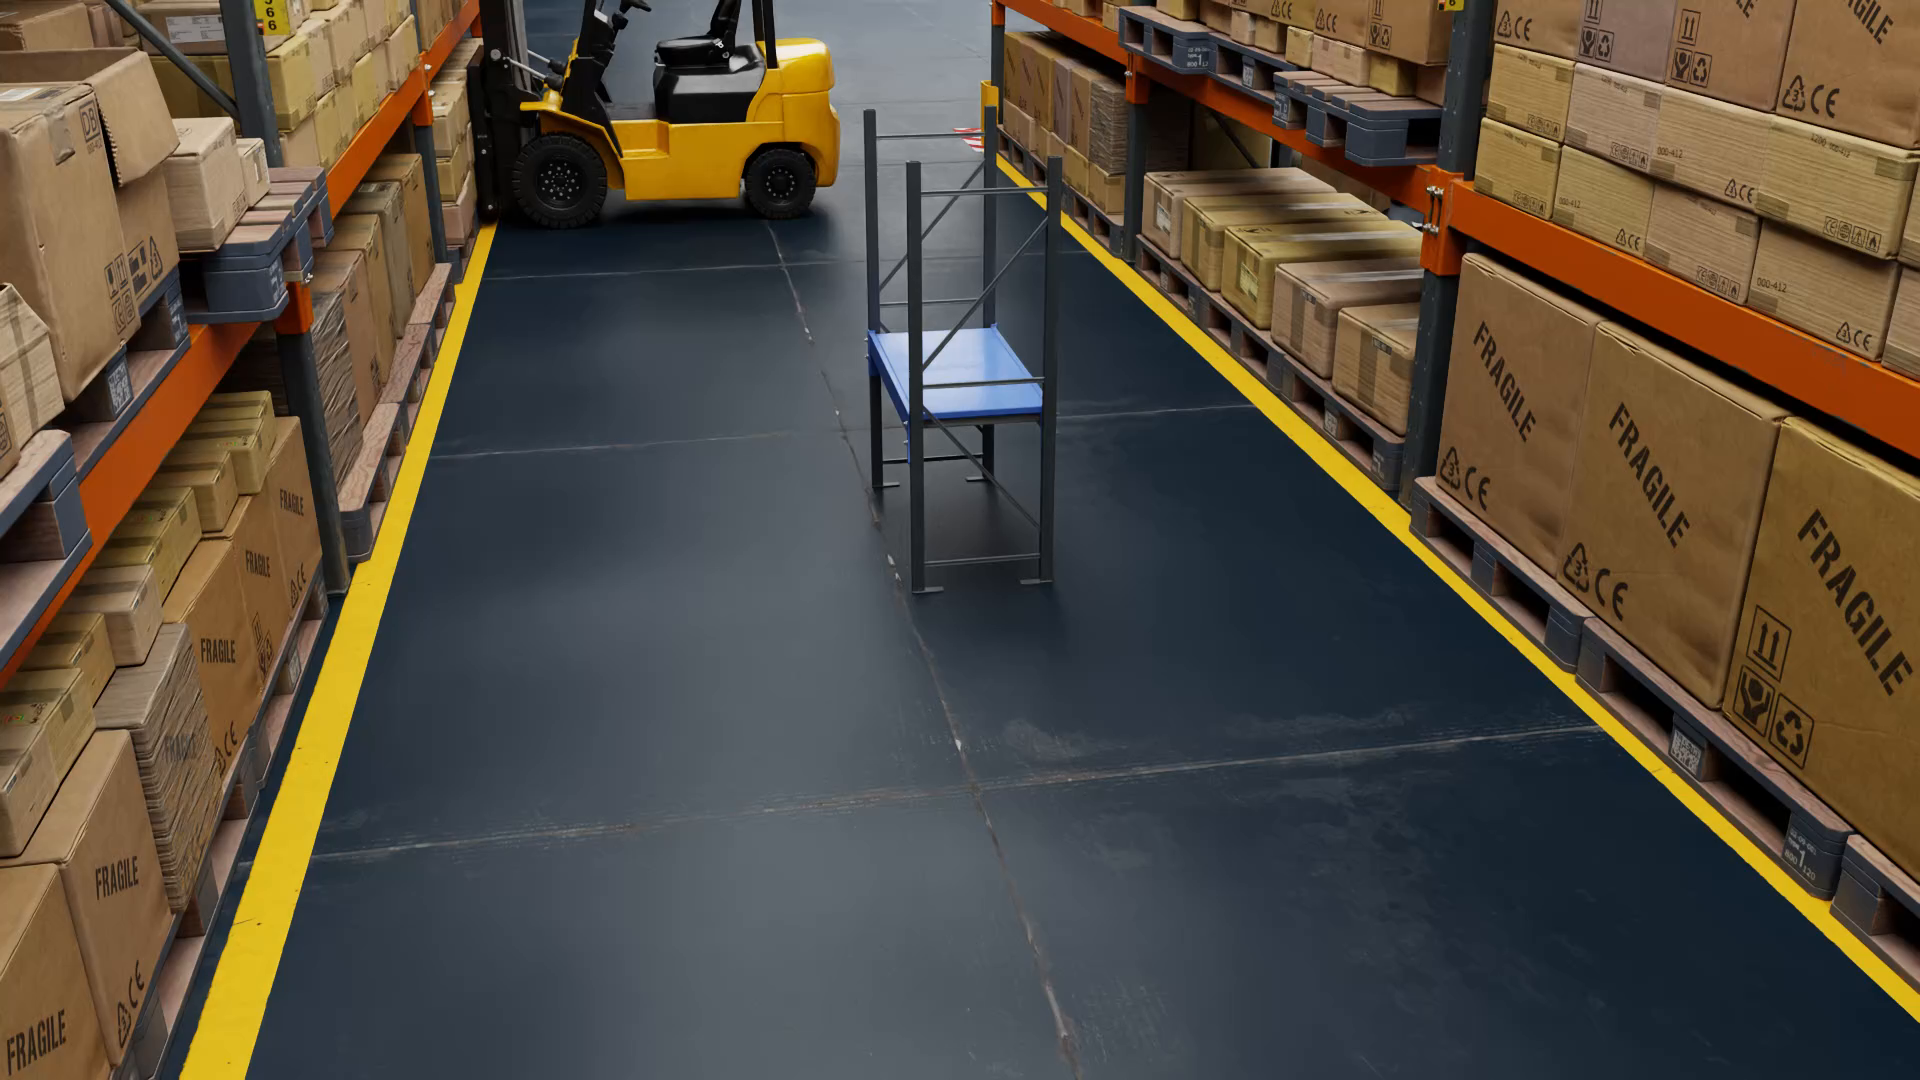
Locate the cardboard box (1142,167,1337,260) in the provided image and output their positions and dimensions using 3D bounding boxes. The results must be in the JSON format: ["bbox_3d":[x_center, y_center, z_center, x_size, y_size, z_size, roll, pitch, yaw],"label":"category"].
[{"bbox_3d":[1.594,-1.889,9.587,0.950,0.372,0.625,-4,24,-9],"label":"cardboard box"}]

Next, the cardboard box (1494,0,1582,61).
[{"bbox_3d":[2.085,-1.826,5.309,0.500,0.500,0.500,-5,24,-12],"label":"cardboard box"}]

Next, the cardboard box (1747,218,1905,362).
[{"bbox_3d":[2.376,-0.653,4.184,0.500,0.250,0.500,-4,24,-10],"label":"cardboard box"}]

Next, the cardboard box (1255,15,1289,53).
[{"bbox_3d":[1.578,-2.326,7.618,0.380,0.149,0.250,-5,24,-11],"label":"cardboard box"}]

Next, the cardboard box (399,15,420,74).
[{"bbox_3d":[-3.033,-2.491,8.393,0.500,0.250,0.500,-4,24,-9],"label":"cardboard box"}]

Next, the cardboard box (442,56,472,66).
[{"bbox_3d":[-3.528,-3.146,11.368,0.500,0.250,0.500,-4,24,-9],"label":"cardboard box"}]

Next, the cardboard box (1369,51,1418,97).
[{"bbox_3d":[1.822,-1.823,6.465,0.380,0.149,0.250,-4,24,-9],"label":"cardboard box"}]

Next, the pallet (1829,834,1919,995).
[{"bbox_3d":[2.757,1.019,3.652,1.003,0.211,1.213,-4,24,-10],"label":"pallet"}]

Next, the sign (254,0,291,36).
[{"bbox_3d":[-2.112,-1.703,5.055,0.100,0.325,0.005,-4,24,-10],"label":"sign"}]

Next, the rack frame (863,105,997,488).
[{"bbox_3d":[-0.110,-0.921,6.484,0.500,1.500,0.032,-4,24,-10],"label":"rack frame"}]

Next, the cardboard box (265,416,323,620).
[{"bbox_3d":[-2.354,-0.062,5.242,0.500,0.500,0.500,-4,24,-8],"label":"cardboard box"}]

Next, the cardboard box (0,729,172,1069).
[{"bbox_3d":[-1.968,0.749,3.386,0.500,0.500,0.500,-5,24,-11],"label":"cardboard box"}]

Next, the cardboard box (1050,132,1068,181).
[{"bbox_3d":[0.923,-2.661,11.507,0.500,0.250,0.500,-4,24,-9],"label":"cardboard box"}]

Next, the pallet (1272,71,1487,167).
[{"bbox_3d":[1.998,-1.718,6.677,1.213,0.211,1.003,-4,24,-10],"label":"pallet"}]

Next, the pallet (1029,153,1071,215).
[{"bbox_3d":[1.107,-2.572,11.875,1.003,0.211,1.213,-4,24,-10],"label":"pallet"}]

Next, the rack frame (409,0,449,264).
[{"bbox_3d":[-3.383,-2.738,8.772,1.000,3.000,0.127,-4,24,-10],"label":"rack frame"}]

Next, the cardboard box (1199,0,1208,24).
[{"bbox_3d":[1.451,-2.739,8.563,0.380,0.149,0.250,-3,24,-6],"label":"cardboard box"}]

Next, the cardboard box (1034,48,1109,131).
[{"bbox_3d":[0.823,-3.206,11.818,0.500,0.500,0.500,-4,24,-9],"label":"cardboard box"}]

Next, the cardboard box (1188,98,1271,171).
[{"bbox_3d":[1.651,-2.635,10.510,0.500,0.500,0.500,-3,24,-7],"label":"cardboard box"}]

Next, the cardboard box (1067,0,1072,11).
[{"bbox_3d":[0.927,-3.598,11.055,0.380,0.149,0.250,-5,24,-11],"label":"cardboard box"}]

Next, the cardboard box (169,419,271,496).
[{"bbox_3d":[-2.222,-0.229,4.814,0.380,0.149,0.250,-6,24,-12],"label":"cardboard box"}]

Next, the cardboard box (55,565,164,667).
[{"bbox_3d":[-2.085,0.190,3.856,0.380,0.149,0.250,-5,24,-12],"label":"cardboard box"}]

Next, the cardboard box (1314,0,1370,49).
[{"bbox_3d":[1.771,-2.269,6.677,0.500,0.500,0.500,-5,24,-11],"label":"cardboard box"}]

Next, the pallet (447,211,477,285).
[{"bbox_3d":[-3.489,-1.777,10.054,1.003,0.211,1.213,-4,24,-10],"label":"pallet"}]

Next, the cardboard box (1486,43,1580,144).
[{"bbox_3d":[2.085,-1.477,5.446,0.500,0.250,0.500,-4,24,-10],"label":"cardboard box"}]

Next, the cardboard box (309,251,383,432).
[{"bbox_3d":[-2.874,-0.772,6.712,0.875,0.625,0.625,-4,24,-8],"label":"cardboard box"}]

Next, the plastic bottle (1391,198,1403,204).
[{"bbox_3d":[3.099,-2.407,11.685,0.133,0.061,0.283,0,24,-1],"label":"plastic bottle"}]

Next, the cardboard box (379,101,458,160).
[{"bbox_3d":[-3.164,-2.343,9.527,0.500,0.250,0.500,-5,24,-11],"label":"cardboard box"}]

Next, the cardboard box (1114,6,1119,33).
[{"bbox_3d":[1.136,-3.096,9.905,0.380,0.149,0.250,-5,24,-10],"label":"cardboard box"}]

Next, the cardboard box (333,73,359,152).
[{"bbox_3d":[-2.675,-1.689,6.558,0.500,0.250,0.500,-5,24,-11],"label":"cardboard box"}]

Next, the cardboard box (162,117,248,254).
[{"bbox_3d":[-2.130,-0.898,4.221,0.500,0.250,0.500,-5,24,-12],"label":"cardboard box"}]

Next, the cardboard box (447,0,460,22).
[{"bbox_3d":[-3.488,-3.580,10.575,0.500,0.500,0.500,-4,24,-9],"label":"cardboard box"}]

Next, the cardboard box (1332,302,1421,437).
[{"bbox_3d":[2.140,-0.745,6.967,0.950,0.372,0.625,-6,24,-13],"label":"cardboard box"}]

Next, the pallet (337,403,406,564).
[{"bbox_3d":[-2.757,-0.214,6.476,1.003,0.211,1.213,-4,24,-10],"label":"pallet"}]

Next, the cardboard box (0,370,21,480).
[{"bbox_3d":[-1.869,-0.241,2.403,0.700,0.500,0.500,-4,24,-9],"label":"cardboard box"}]

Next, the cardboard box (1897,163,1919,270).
[{"bbox_3d":[2.452,-0.676,3.612,0.500,0.250,0.500,-4,24,-8],"label":"cardboard box"}]

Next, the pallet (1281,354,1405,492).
[{"bbox_3d":[2.091,-0.564,7.277,1.003,0.211,1.213,-4,24,-10],"label":"pallet"}]

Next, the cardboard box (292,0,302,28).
[{"bbox_3d":[-2.536,-1.859,5.824,0.380,0.149,0.250,-4,24,-8],"label":"cardboard box"}]

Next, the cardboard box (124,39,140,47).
[{"bbox_3d":[-2.999,-1.482,5.457,0.500,0.250,0.500,-4,24,-9],"label":"cardboard box"}]

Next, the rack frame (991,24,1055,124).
[{"bbox_3d":[0.755,-4.681,13.219,1.000,3.000,0.127,-4,24,-10],"label":"rack frame"}]

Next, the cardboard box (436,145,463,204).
[{"bbox_3d":[-3.169,-2.113,9.627,0.500,0.250,0.500,-4,24,-10],"label":"cardboard box"}]

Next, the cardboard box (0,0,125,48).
[{"bbox_3d":[-2.902,-1.621,5.279,0.380,0.149,0.250,-4,24,-8],"label":"cardboard box"}]

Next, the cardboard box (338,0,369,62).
[{"bbox_3d":[-2.775,-2.121,6.922,0.500,0.250,0.500,-4,24,-9],"label":"cardboard box"}]

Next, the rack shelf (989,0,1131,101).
[{"bbox_3d":[1.125,-3.564,11.562,1.077,0.370,4.000,-4,24,-10],"label":"rack shelf"}]

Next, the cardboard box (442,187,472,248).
[{"bbox_3d":[-3.147,-1.886,9.730,0.500,0.250,0.500,-4,24,-9],"label":"cardboard box"}]

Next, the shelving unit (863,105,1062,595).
[{"bbox_3d":[-0.016,-0.721,6.027,0.538,1.500,1.048,-4,24,-10],"label":"shelving unit"}]
